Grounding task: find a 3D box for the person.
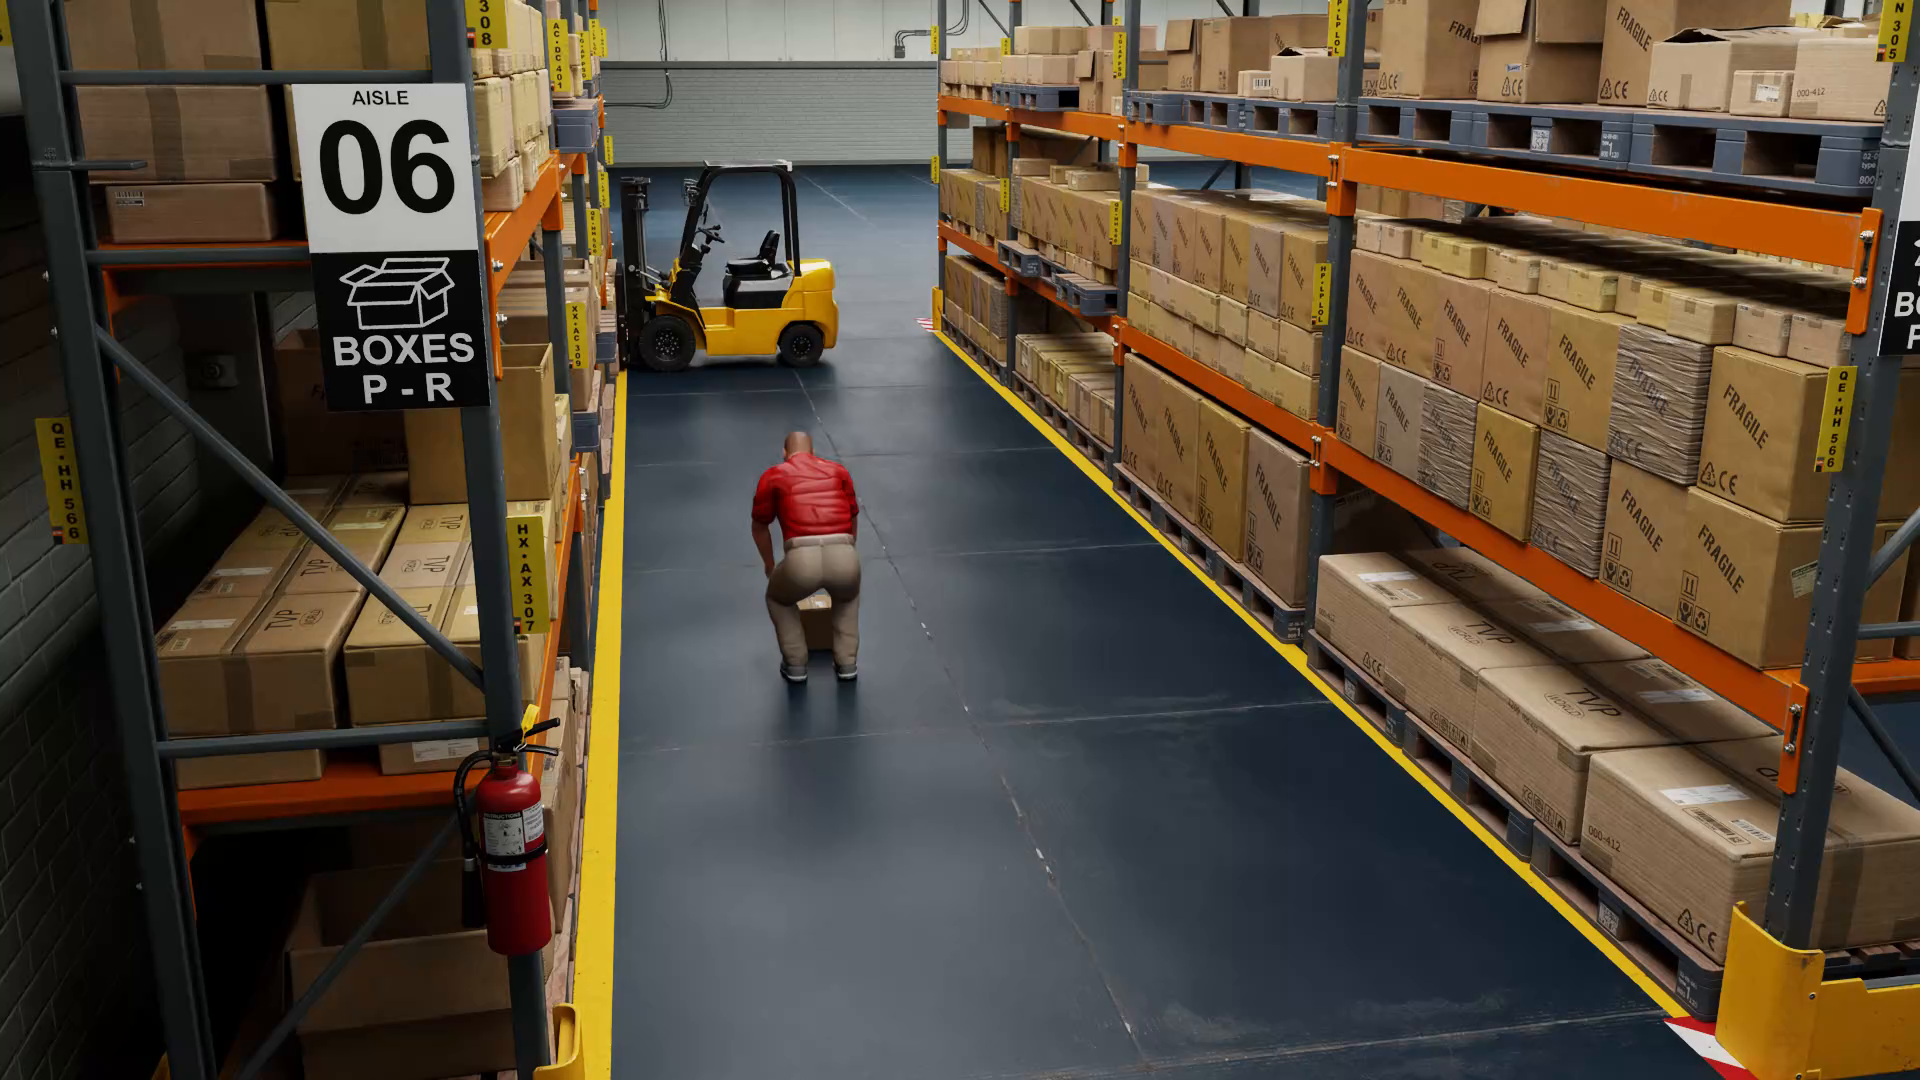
[{"bbox_3d":[-0.822,0.105,9.024,0.588,1.278,0.770,-3,17,-10],"label":"person"}]
